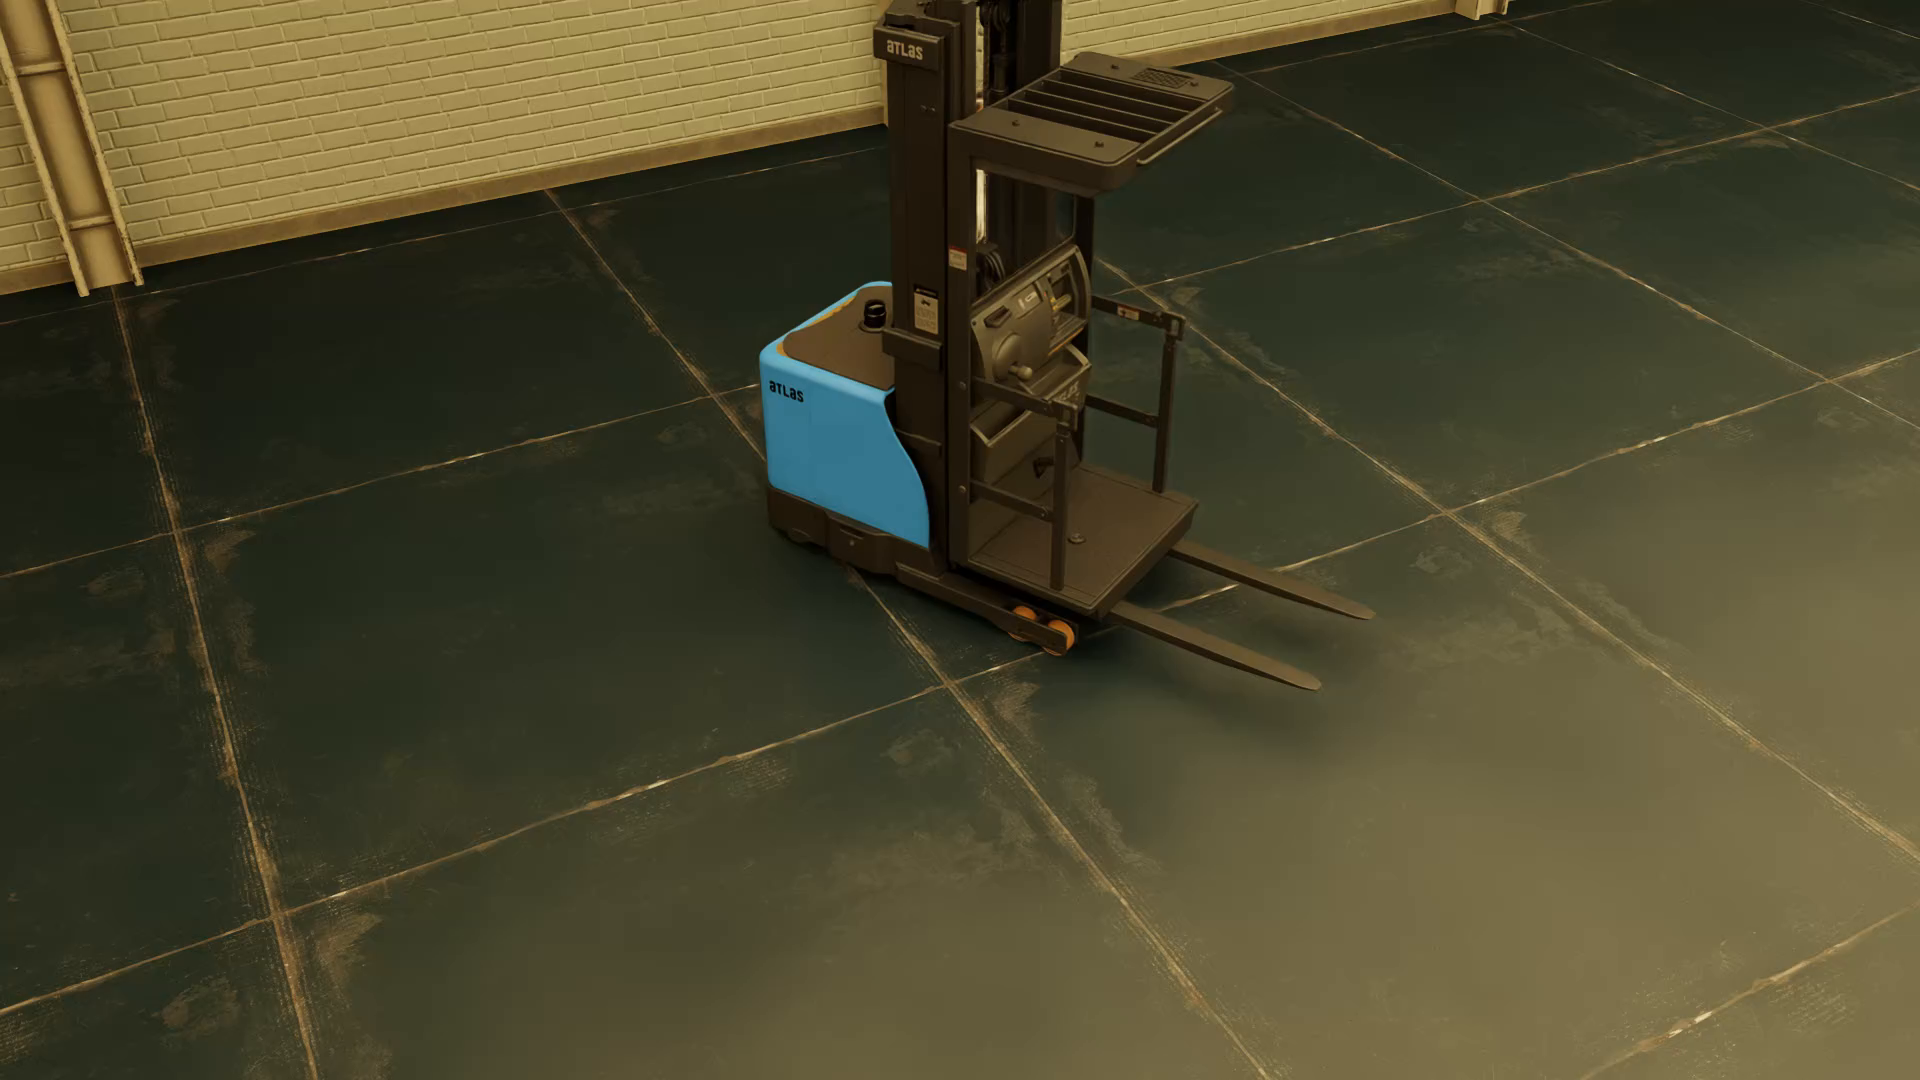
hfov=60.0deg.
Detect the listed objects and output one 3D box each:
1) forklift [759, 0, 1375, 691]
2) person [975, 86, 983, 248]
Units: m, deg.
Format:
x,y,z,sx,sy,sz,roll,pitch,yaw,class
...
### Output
x,y,z,sx,sy,sz,roll,pitch,yaw,class
0.506,-1.000,7.537,3.031,2.935,1.130,21,40,27,forklift
0.193,-2.075,10.351,0.689,1.477,0.706,-22,41,-28,person
